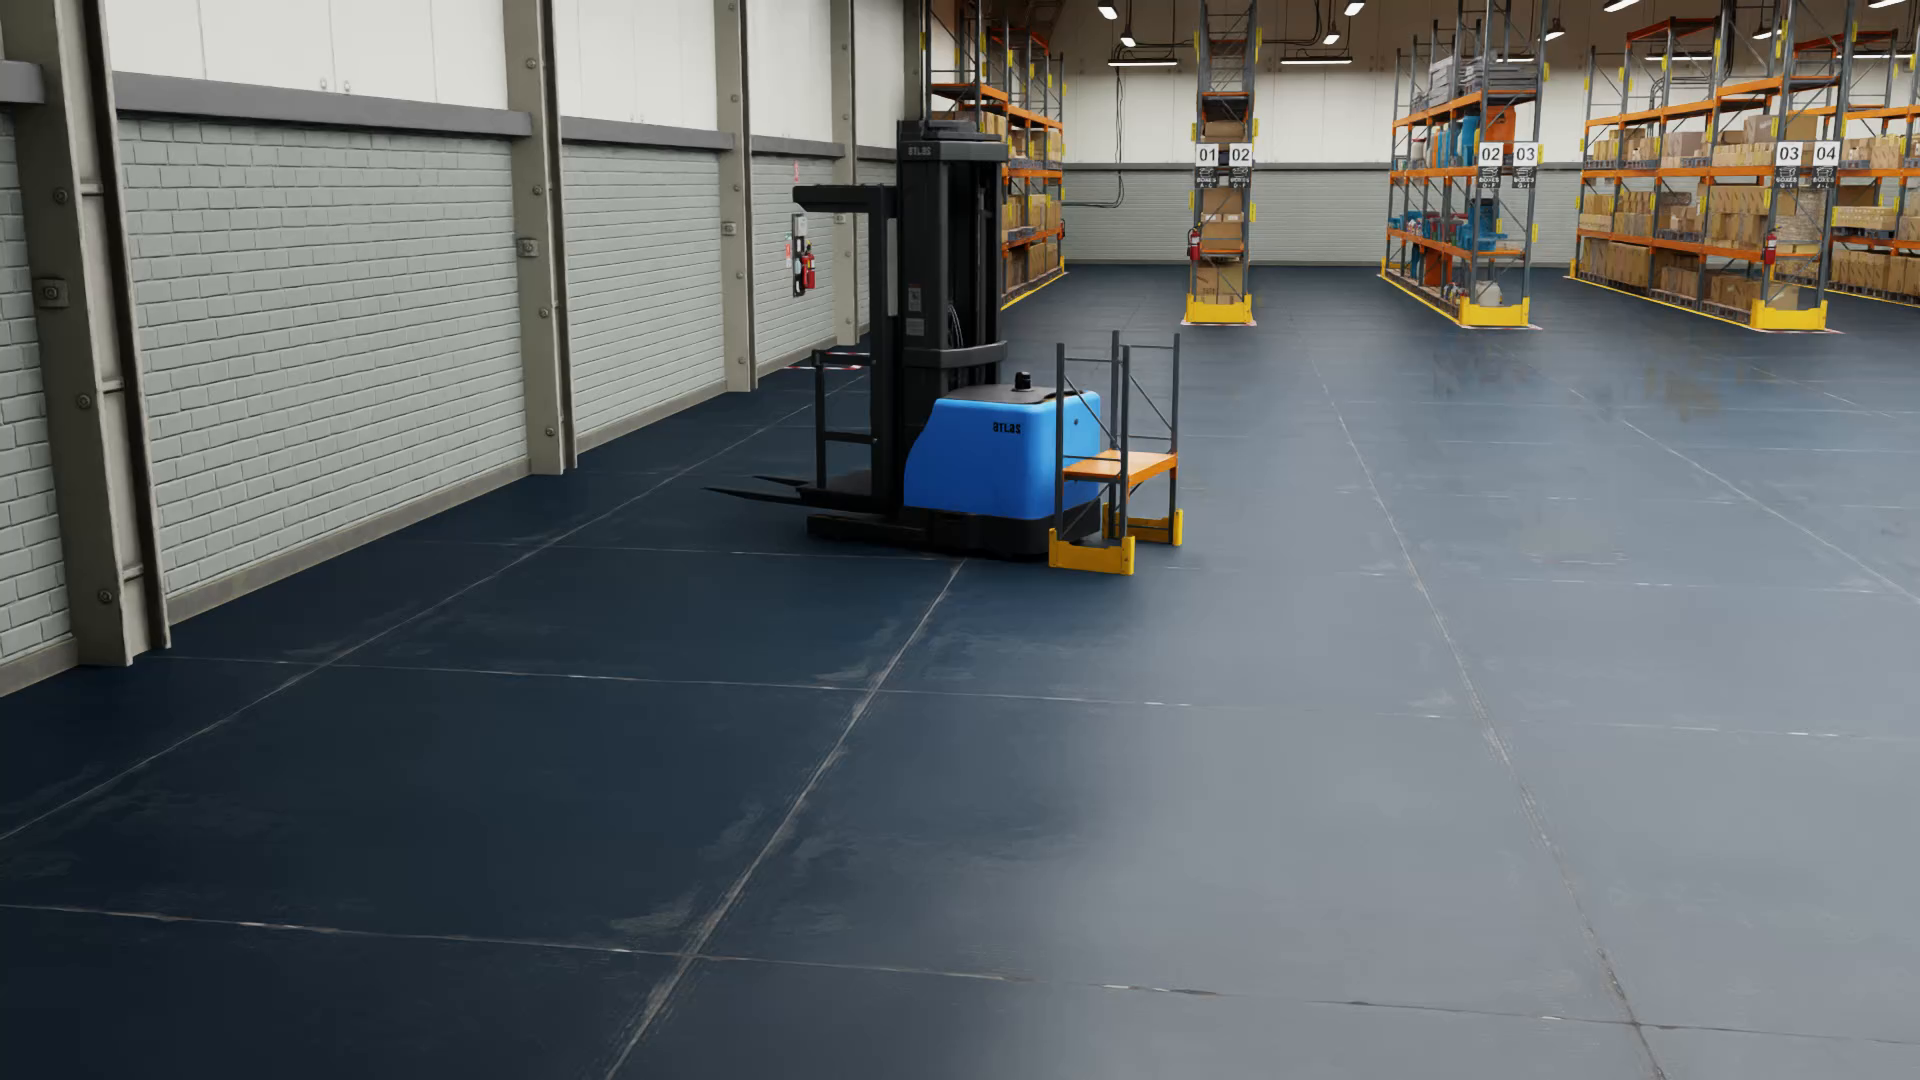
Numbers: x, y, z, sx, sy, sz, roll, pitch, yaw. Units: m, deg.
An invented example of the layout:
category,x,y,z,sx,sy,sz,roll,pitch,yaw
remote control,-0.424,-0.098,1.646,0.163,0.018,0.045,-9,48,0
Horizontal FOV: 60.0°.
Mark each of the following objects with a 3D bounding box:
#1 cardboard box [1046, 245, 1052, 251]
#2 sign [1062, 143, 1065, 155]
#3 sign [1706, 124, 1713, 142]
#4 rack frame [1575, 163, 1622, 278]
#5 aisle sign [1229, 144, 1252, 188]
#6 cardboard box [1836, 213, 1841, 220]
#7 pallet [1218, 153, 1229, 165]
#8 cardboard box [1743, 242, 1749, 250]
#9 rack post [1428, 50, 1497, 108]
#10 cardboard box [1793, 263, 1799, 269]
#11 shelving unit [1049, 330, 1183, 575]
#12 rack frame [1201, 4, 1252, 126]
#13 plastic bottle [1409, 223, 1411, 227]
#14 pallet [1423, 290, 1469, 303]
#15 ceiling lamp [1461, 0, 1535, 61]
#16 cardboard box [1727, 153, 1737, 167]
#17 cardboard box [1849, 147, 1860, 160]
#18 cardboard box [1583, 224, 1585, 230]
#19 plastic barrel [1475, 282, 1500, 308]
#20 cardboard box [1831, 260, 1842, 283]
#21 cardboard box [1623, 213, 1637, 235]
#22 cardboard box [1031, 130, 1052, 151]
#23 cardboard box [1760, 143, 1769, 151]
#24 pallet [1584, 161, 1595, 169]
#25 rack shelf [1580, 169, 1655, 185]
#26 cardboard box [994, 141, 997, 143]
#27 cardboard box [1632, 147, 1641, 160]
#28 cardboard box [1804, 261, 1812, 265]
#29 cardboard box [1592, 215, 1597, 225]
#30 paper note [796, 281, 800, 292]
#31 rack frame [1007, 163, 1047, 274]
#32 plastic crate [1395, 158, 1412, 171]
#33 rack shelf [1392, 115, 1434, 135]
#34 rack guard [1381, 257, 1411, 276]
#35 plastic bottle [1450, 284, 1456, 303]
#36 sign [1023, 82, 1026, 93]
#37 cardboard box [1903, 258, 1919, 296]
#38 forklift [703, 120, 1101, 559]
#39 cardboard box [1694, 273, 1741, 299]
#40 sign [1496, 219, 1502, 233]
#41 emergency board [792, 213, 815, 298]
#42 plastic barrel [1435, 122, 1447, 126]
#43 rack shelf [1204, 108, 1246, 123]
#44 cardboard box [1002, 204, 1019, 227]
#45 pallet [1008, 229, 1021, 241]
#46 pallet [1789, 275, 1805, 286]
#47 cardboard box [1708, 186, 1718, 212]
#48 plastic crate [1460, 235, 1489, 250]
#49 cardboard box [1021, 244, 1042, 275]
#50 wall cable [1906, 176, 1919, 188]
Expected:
category,x,y,z,sx,sy,sz,roll,pitch,yaw
cardboard box,2.249,-7.786,44.397,0.380,0.149,0.250,2,12,7
sign,2.869,-10.831,46.099,0.100,0.325,0.005,2,12,9
sign,14.623,-7.941,32.438,0.100,0.325,0.005,2,12,9
rack frame,17.018,-8.510,44.361,1.000,3.000,0.127,2,12,9
aisle sign,5.062,-6.748,30.016,0.394,0.787,0.004,2,12,9
cardboard box,20.696,-7.549,38.794,0.380,0.149,0.250,2,12,10
pallet,5.089,-7.325,31.953,1.003,0.211,1.213,2,12,9
cardboard box,14.573,-5.383,30.449,0.380,0.149,0.250,2,12,9
rack post,10.496,-9.616,34.777,1.013,1.000,3.121,2,12,9
cardboard box,21.427,-6.967,42.267,0.380,0.149,0.250,1,12,6
shelving unit,1.088,-0.630,11.358,0.587,1.500,1.083,6,13,25
rack frame,5.384,-9.266,33.631,1.000,3.000,0.127,2,12,9
plastic bottle,10.960,-7.591,40.404,0.097,0.271,0.097,0,12,0
pallet,10.546,-5.229,35.755,1.003,0.211,1.213,2,12,9
ceiling lamp,15.025,-14.934,46.073,2.000,3.185,0.800,2,12,9
cardboard box,14.687,-7.106,31.083,0.500,0.250,0.500,1,12,6
cardboard box,20.945,-8.947,38.485,0.500,0.311,0.500,2,12,8
cardboard box,16.560,-8.217,43.599,0.380,0.149,0.250,2,12,7
plastic barrel,9.689,-4.468,30.516,0.421,0.512,0.421,0,12,0
cardboard box,20.912,-6.334,39.199,0.500,0.500,0.500,2,12,11
cardboard box,15.931,-7.430,39.111,0.500,0.500,0.500,2,12,7
cardboard box,2.106,-10.312,42.944,0.500,0.500,0.500,2,12,8
cardboard box,14.381,-6.946,29.394,0.380,0.149,0.250,1,12,6
pallet,16.914,-9.778,43.336,1.003,0.211,1.213,2,12,9
rack shelf,16.710,-9.208,42.189,1.077,0.370,4.000,2,12,9
cardboard box,0.427,-7.578,32.633,0.500,0.500,0.500,3,12,12
cardboard box,16.145,-9.080,39.100,0.500,0.311,0.500,1,12,7
cardboard box,21.184,-6.898,41.239,0.380,0.149,0.250,1,12,6
cardboard box,16.448,-8.169,42.430,0.500,0.250,0.500,2,12,8
paper note,-2.309,-3.607,23.702,0.016,0.148,0.142,2,12,9
rack frame,1.719,-8.159,42.732,1.000,3.000,0.127,2,12,9
plastic crate,11.617,-9.797,43.362,0.504,0.338,0.767,2,12,9
rack shelf,11.816,-10.640,42.660,1.077,0.370,4.000,2,12,9
rack guard,12.115,-7.454,45.394,1.175,0.500,0.348,2,12,9
plastic bottle,9.650,-4.810,32.437,0.144,0.351,0.185,2,12,8
sign,1.787,-12.477,45.938,0.100,0.325,0.005,2,12,9
cardboard box,20.359,-5.462,34.563,1.050,0.750,0.750,2,12,10
forklift,-0.516,-1.515,12.064,3.031,2.935,1.130,7,14,31
cardboard box,15.288,-5.132,33.577,0.700,0.500,0.500,1,12,4
sign,10.820,-6.288,33.392,0.100,0.325,0.005,2,12,9
emergency board,-2.214,-4.072,23.770,0.194,1.169,0.643,2,12,9
plastic barrel,10.984,-9.005,37.521,0.600,0.830,0.708,2,12,9
rack shelf,5.692,-9.136,35.681,1.077,0.370,4.000,2,12,9
cardboard box,0.983,-7.375,37.812,0.700,0.500,0.500,1,12,3
pallet,0.750,-6.554,35.741,1.003,0.211,1.213,2,12,9
pallet,21.542,-6.528,41.784,1.003,0.211,1.213,2,12,9
cardboard box,14.852,-6.610,32.226,0.500,0.500,0.500,2,12,9
plastic crate,9.550,-5.516,30.821,0.499,0.251,0.408,2,12,9
cardboard box,1.614,-6.989,41.407,0.750,0.750,0.750,2,12,10
wall cable,27.654,-9.875,48.211,0.585,1.953,0.123,2,12,9
